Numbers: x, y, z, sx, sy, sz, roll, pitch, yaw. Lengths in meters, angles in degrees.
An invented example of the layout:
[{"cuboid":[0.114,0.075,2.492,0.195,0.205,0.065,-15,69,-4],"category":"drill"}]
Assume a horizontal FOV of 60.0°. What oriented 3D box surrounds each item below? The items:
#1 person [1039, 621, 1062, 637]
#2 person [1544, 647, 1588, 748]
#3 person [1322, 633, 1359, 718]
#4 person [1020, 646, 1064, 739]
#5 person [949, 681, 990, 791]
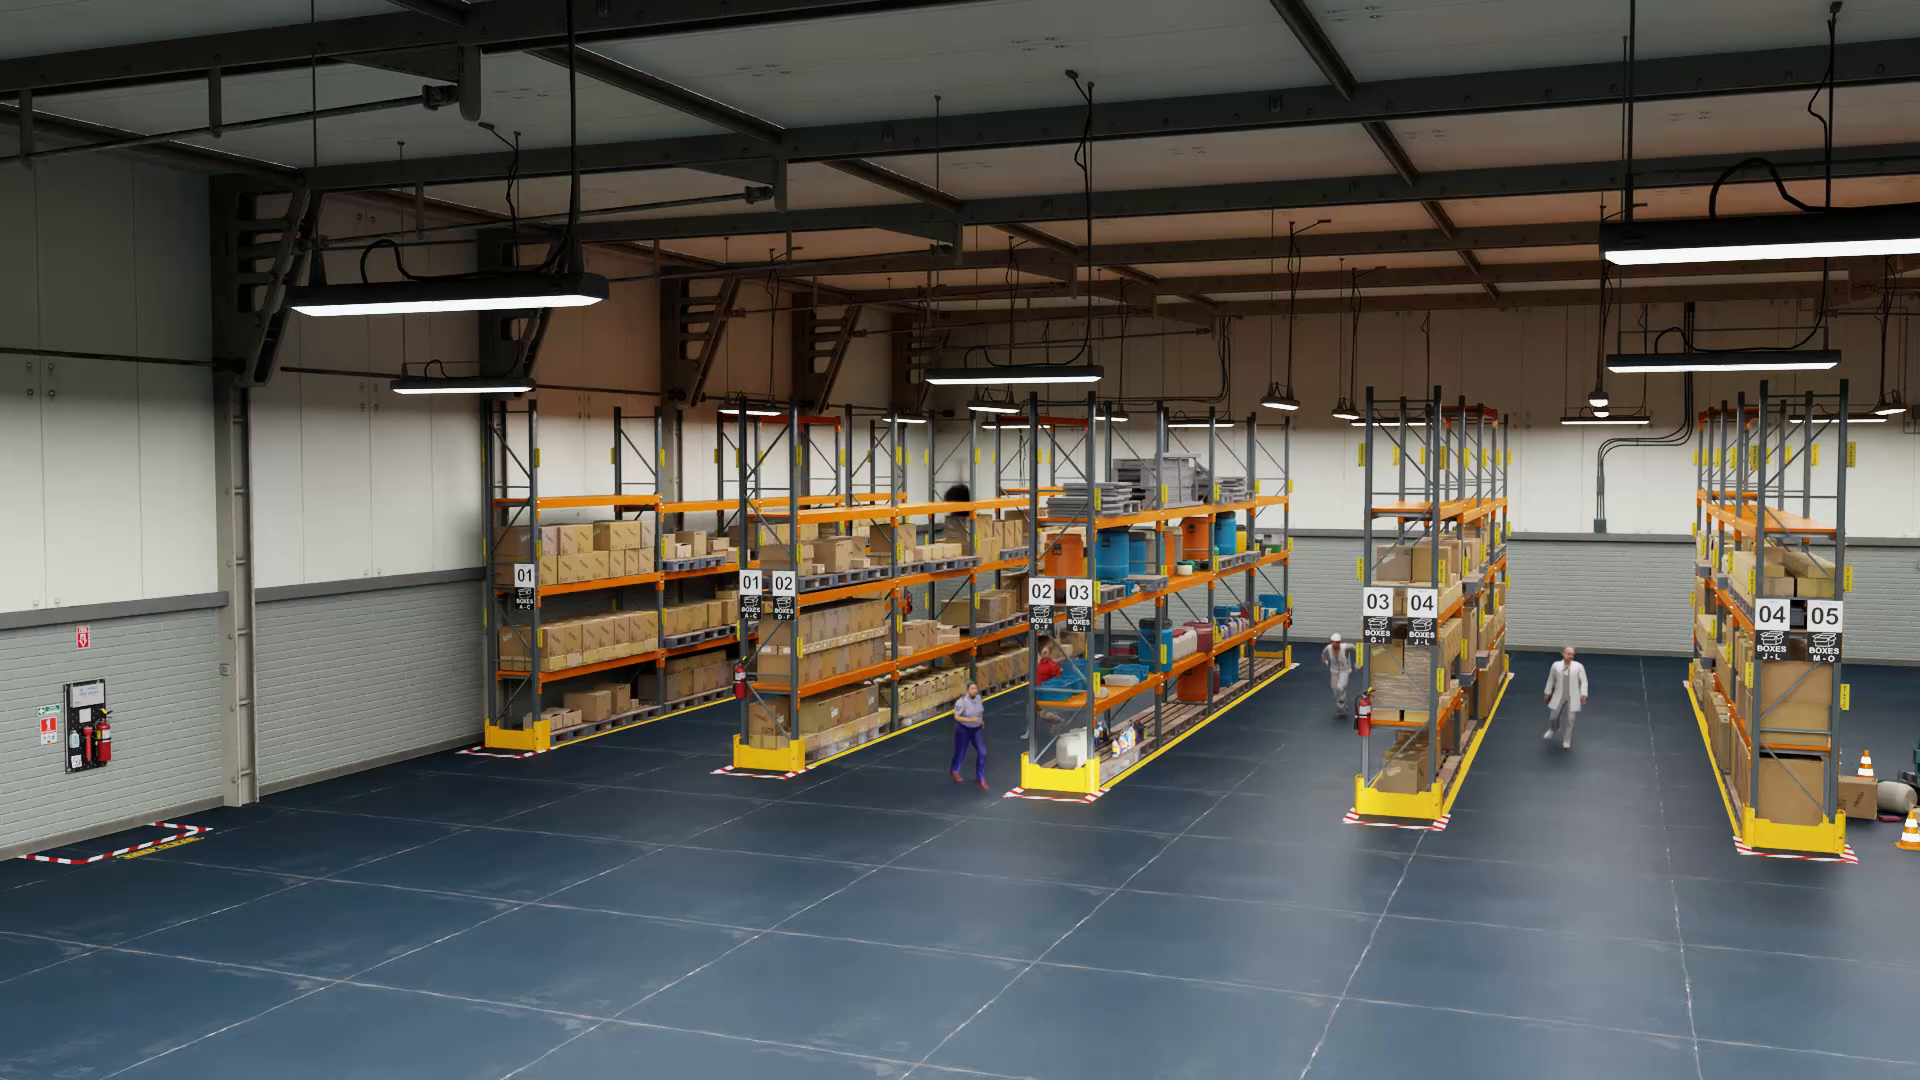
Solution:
[{"cuboid":[2.417,2.056,43.360,0.844,1.651,0.588,2,3,34],"category":"person"},{"cuboid":[10.478,2.706,28.747,0.748,1.742,0.720,1,3,25],"category":"person"},{"cuboid":[7.362,2.603,32.084,0.715,1.659,0.965,1,3,26],"category":"person"},{"cuboid":[1.538,2.710,29.559,0.813,1.675,0.711,-2,3,-34],"category":"person"},{"cuboid":[0.122,2.945,25.286,0.618,1.594,0.949,-1,3,-27],"category":"person"}]
